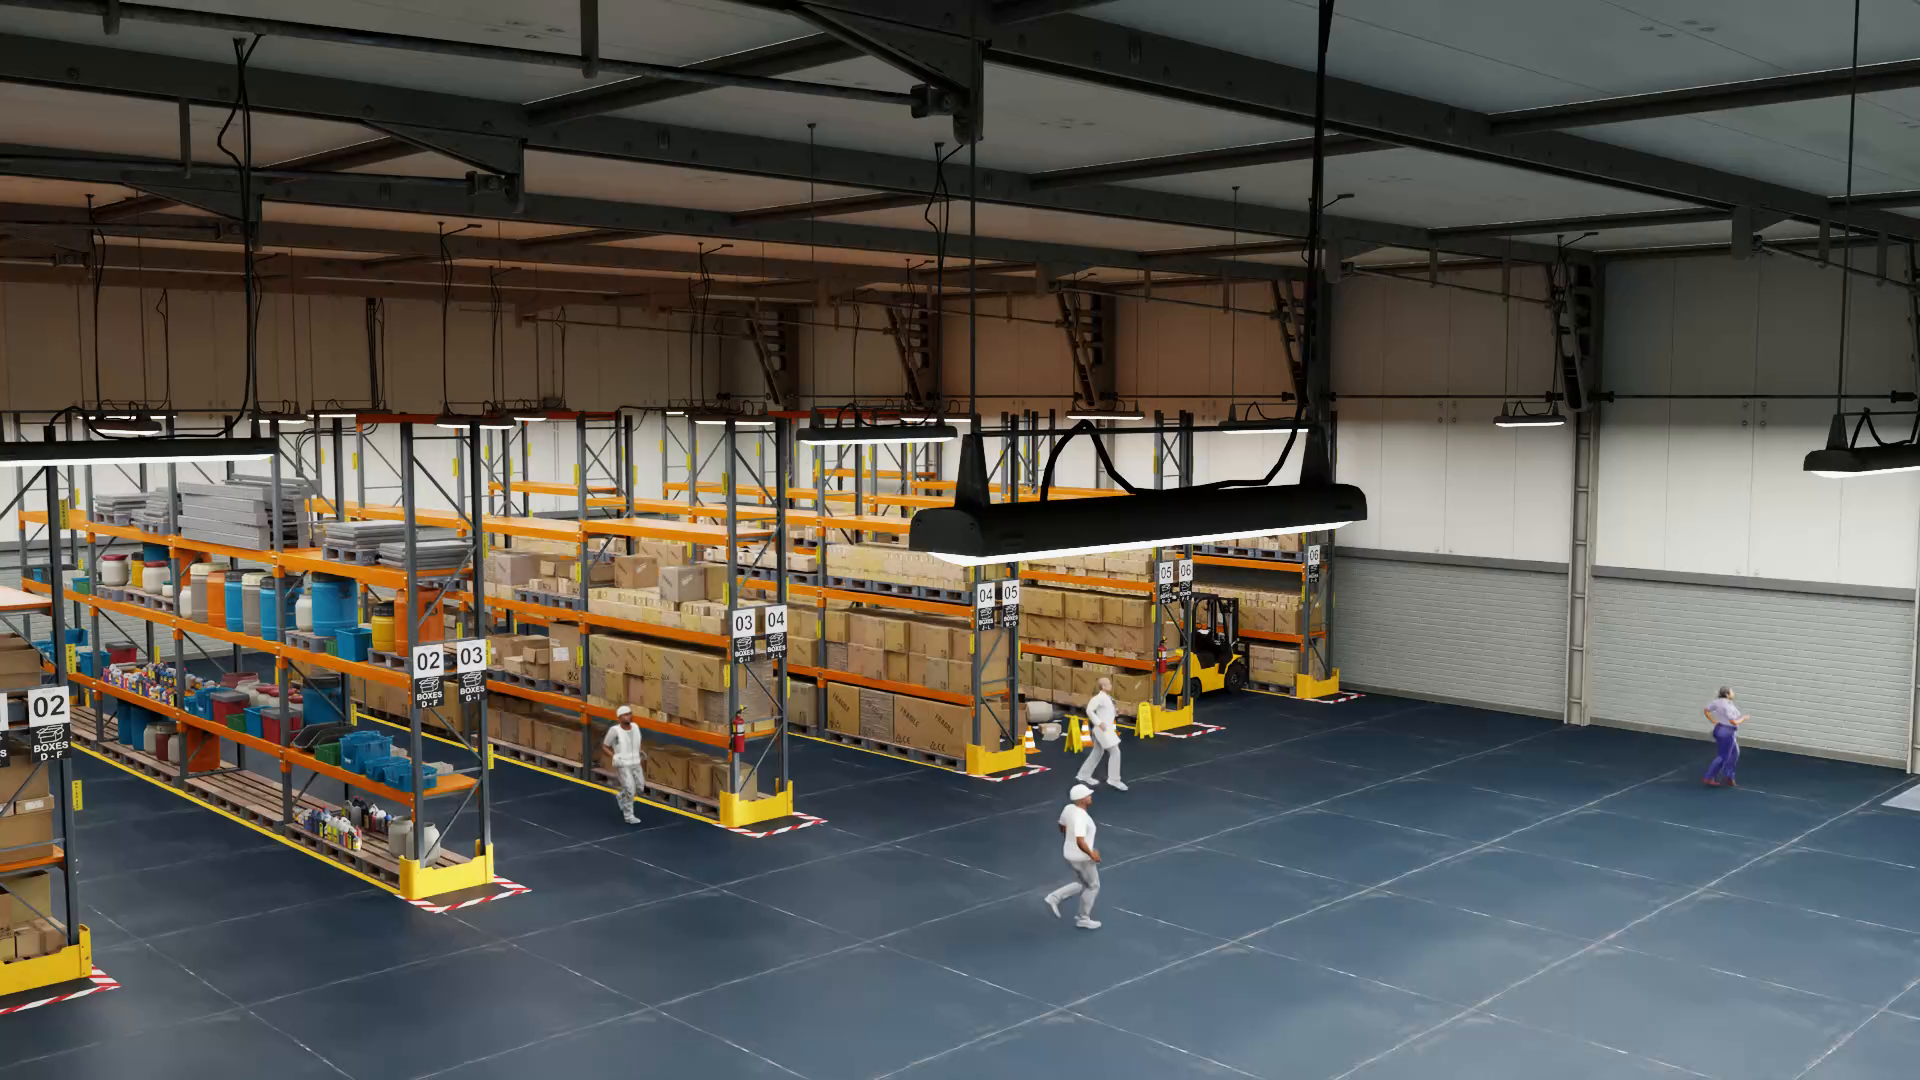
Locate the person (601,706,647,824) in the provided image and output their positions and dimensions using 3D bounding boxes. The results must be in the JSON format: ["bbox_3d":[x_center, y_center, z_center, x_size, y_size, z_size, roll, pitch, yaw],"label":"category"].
[{"bbox_3d":[-4.975,3.322,24.685,0.675,1.735,0.685,5,7,42],"label":"person"}]

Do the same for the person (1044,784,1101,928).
[{"bbox_3d":[1.354,3.758,19.763,0.656,1.727,0.727,-2,5,-17],"label":"person"}]

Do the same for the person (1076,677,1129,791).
[{"bbox_3d":[2.293,3.113,26.751,0.852,1.823,0.702,0,5,5],"label":"person"}]

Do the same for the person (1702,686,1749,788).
[{"bbox_3d":[12.328,3.196,26.800,0.708,1.692,0.585,0,5,5],"label":"person"}]
